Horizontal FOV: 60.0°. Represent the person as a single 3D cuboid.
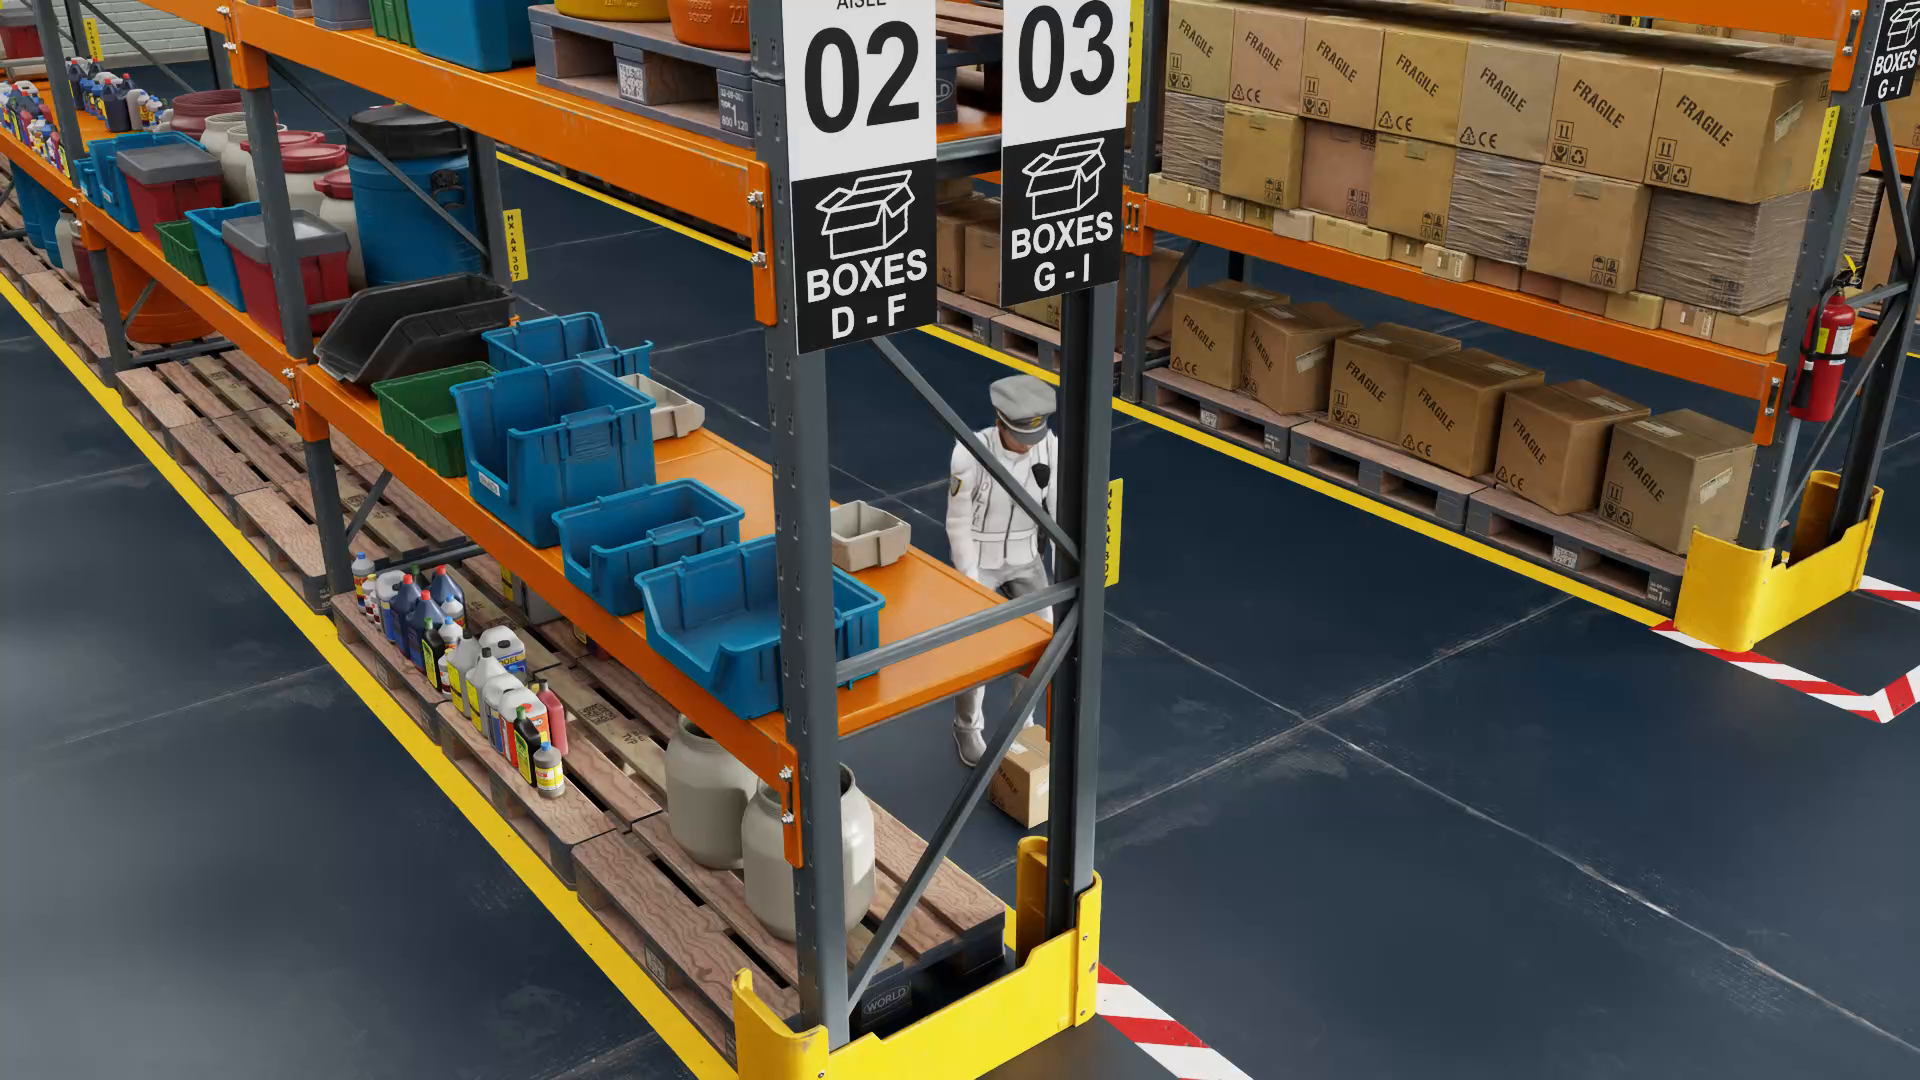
[{"bbox_3d":[0.191,0.121,6.432,0.508,1.604,0.485,-8,26,-16],"label":"person"}]
